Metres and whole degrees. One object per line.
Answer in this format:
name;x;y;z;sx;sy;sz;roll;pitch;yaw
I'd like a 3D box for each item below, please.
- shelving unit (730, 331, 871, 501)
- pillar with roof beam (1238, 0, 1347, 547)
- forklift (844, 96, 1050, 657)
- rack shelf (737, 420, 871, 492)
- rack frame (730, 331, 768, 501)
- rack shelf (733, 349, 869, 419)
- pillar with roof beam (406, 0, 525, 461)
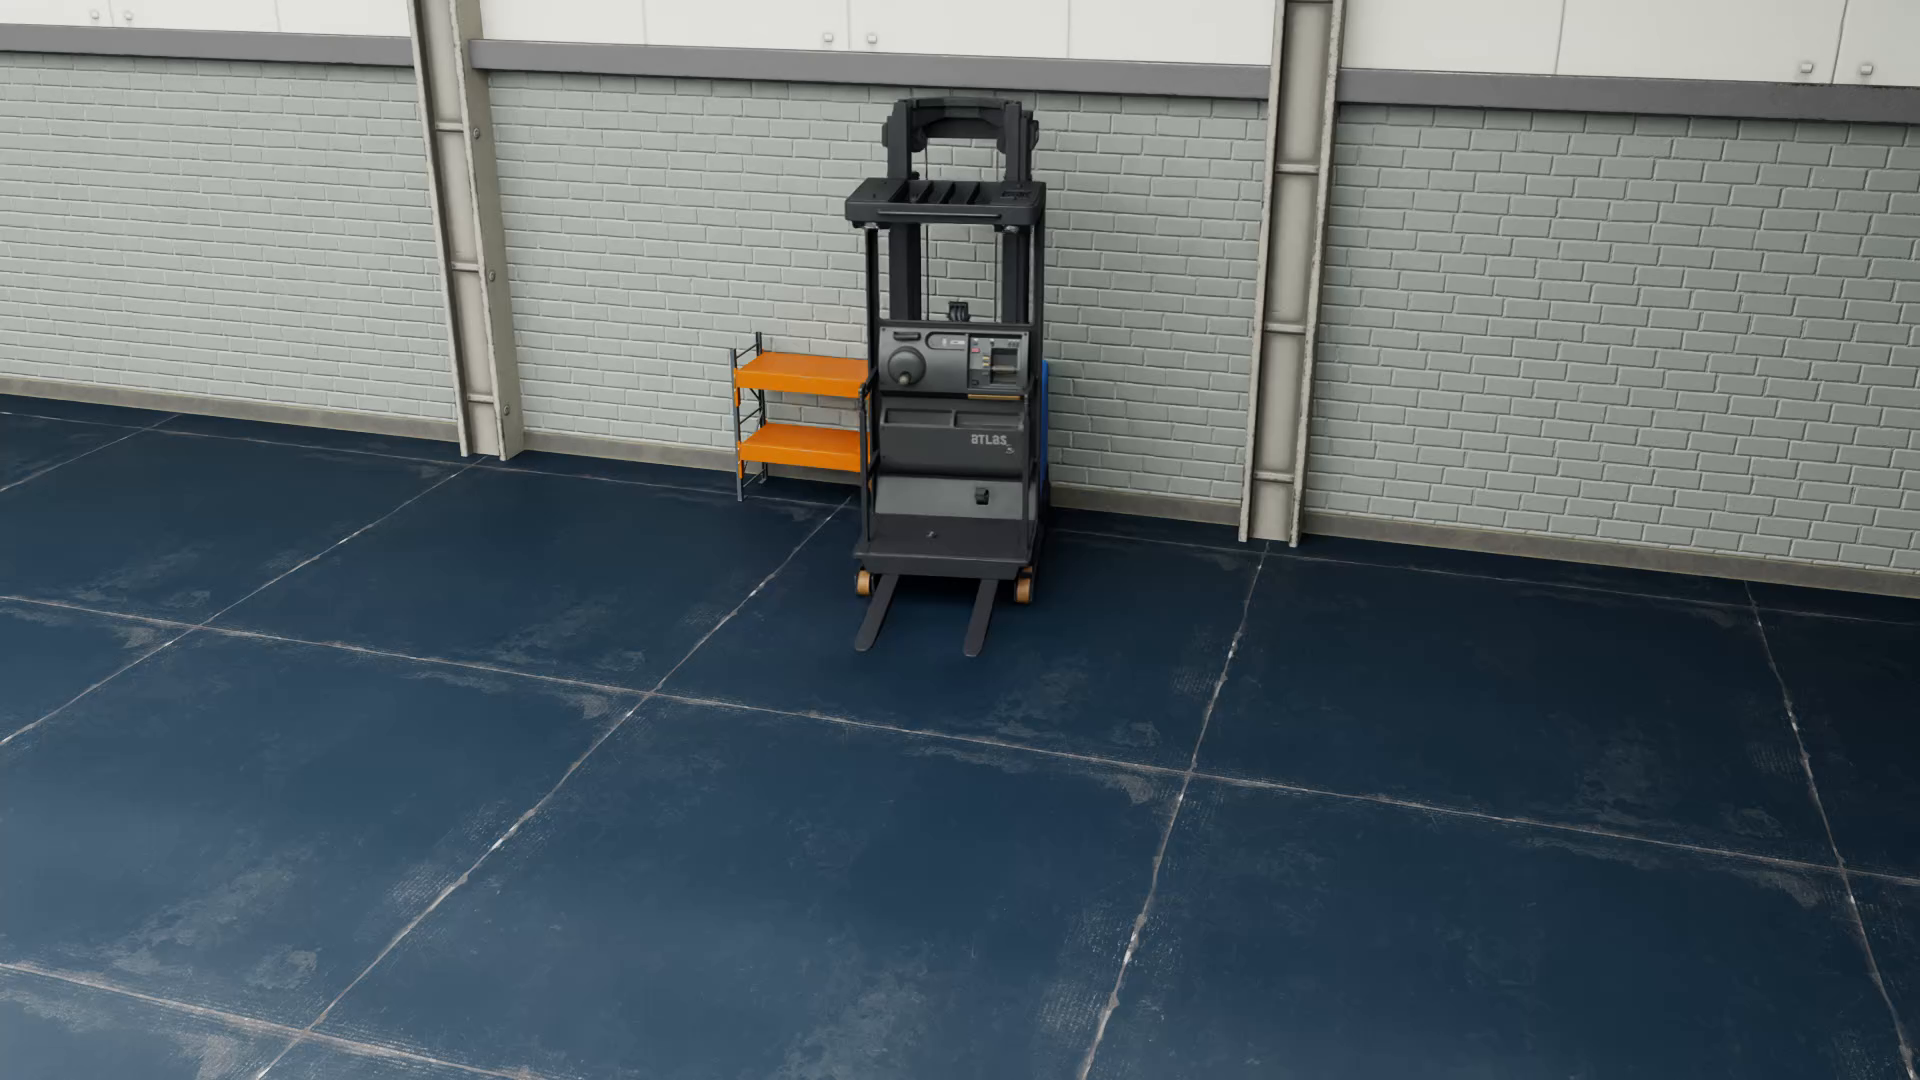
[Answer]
shelving unit;-1.024;-0.836;11.826;1.048;1.125;0.538;6;23;15
pillar with roof beam;0.874;-2.628;5.818;0.400;9.000;9.100;7;23;16
forklift;-0.062;-1.097;10.082;1.130;2.935;3.031;3;22;6
rack shelf;-1.024;-0.610;11.919;1.000;0.278;0.538;6;23;15
rack frame;-1.512;-0.890;11.958;0.032;1.125;0.500;6;23;15
rack shelf;-1.024;-1.107;11.715;1.000;0.278;0.538;6;23;15
pillar with roof beam;-4.871;-3.285;7.422;0.400;9.000;9.100;7;23;16
